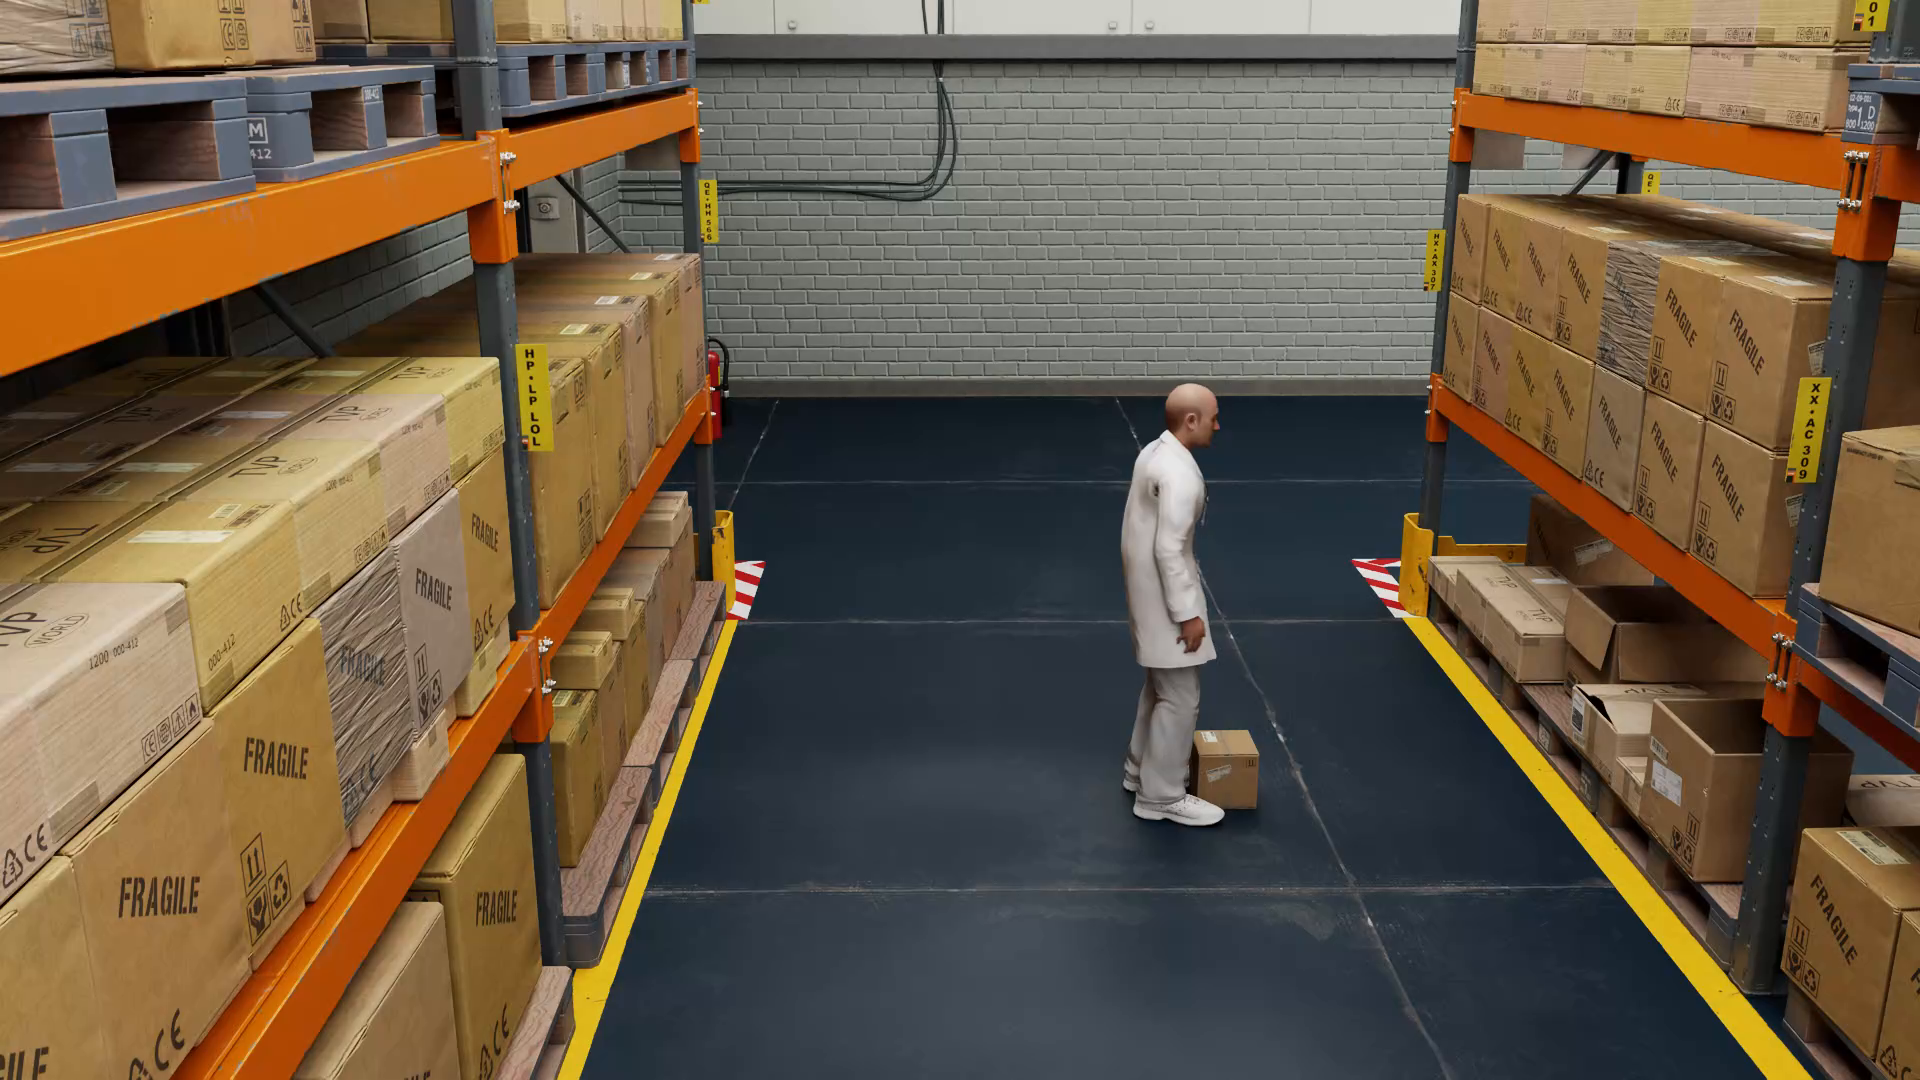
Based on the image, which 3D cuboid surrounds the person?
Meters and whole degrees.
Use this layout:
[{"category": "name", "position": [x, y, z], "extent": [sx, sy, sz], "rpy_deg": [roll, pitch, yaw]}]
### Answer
[{"category": "person", "position": [0.866, 0.242, 6.770], "extent": [0.424, 1.774, 0.644], "rpy_deg": [0, 17, 0]}]
